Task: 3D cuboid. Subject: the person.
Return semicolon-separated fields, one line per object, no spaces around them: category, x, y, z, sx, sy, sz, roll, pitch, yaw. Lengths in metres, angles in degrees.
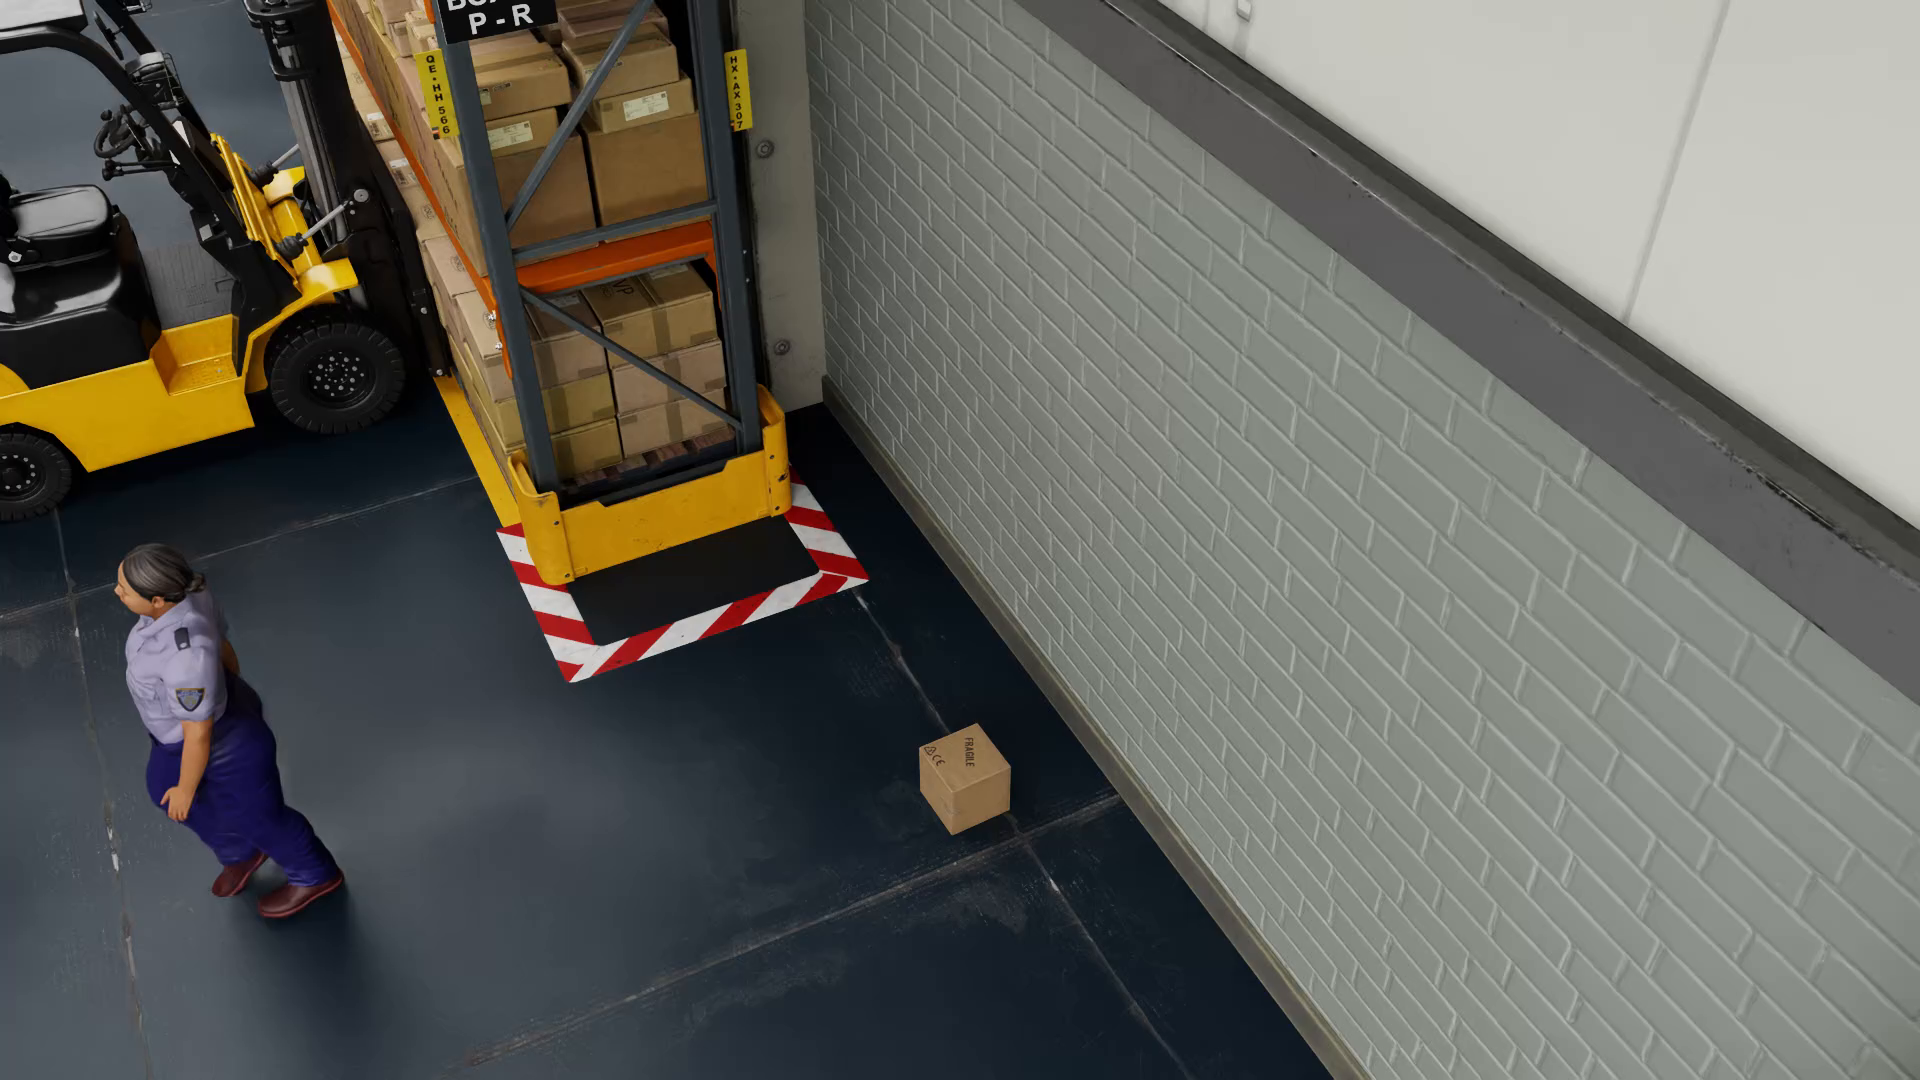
person;-2.452;0.685;5.413;0.481;1.707;0.480;-19;45;-20
